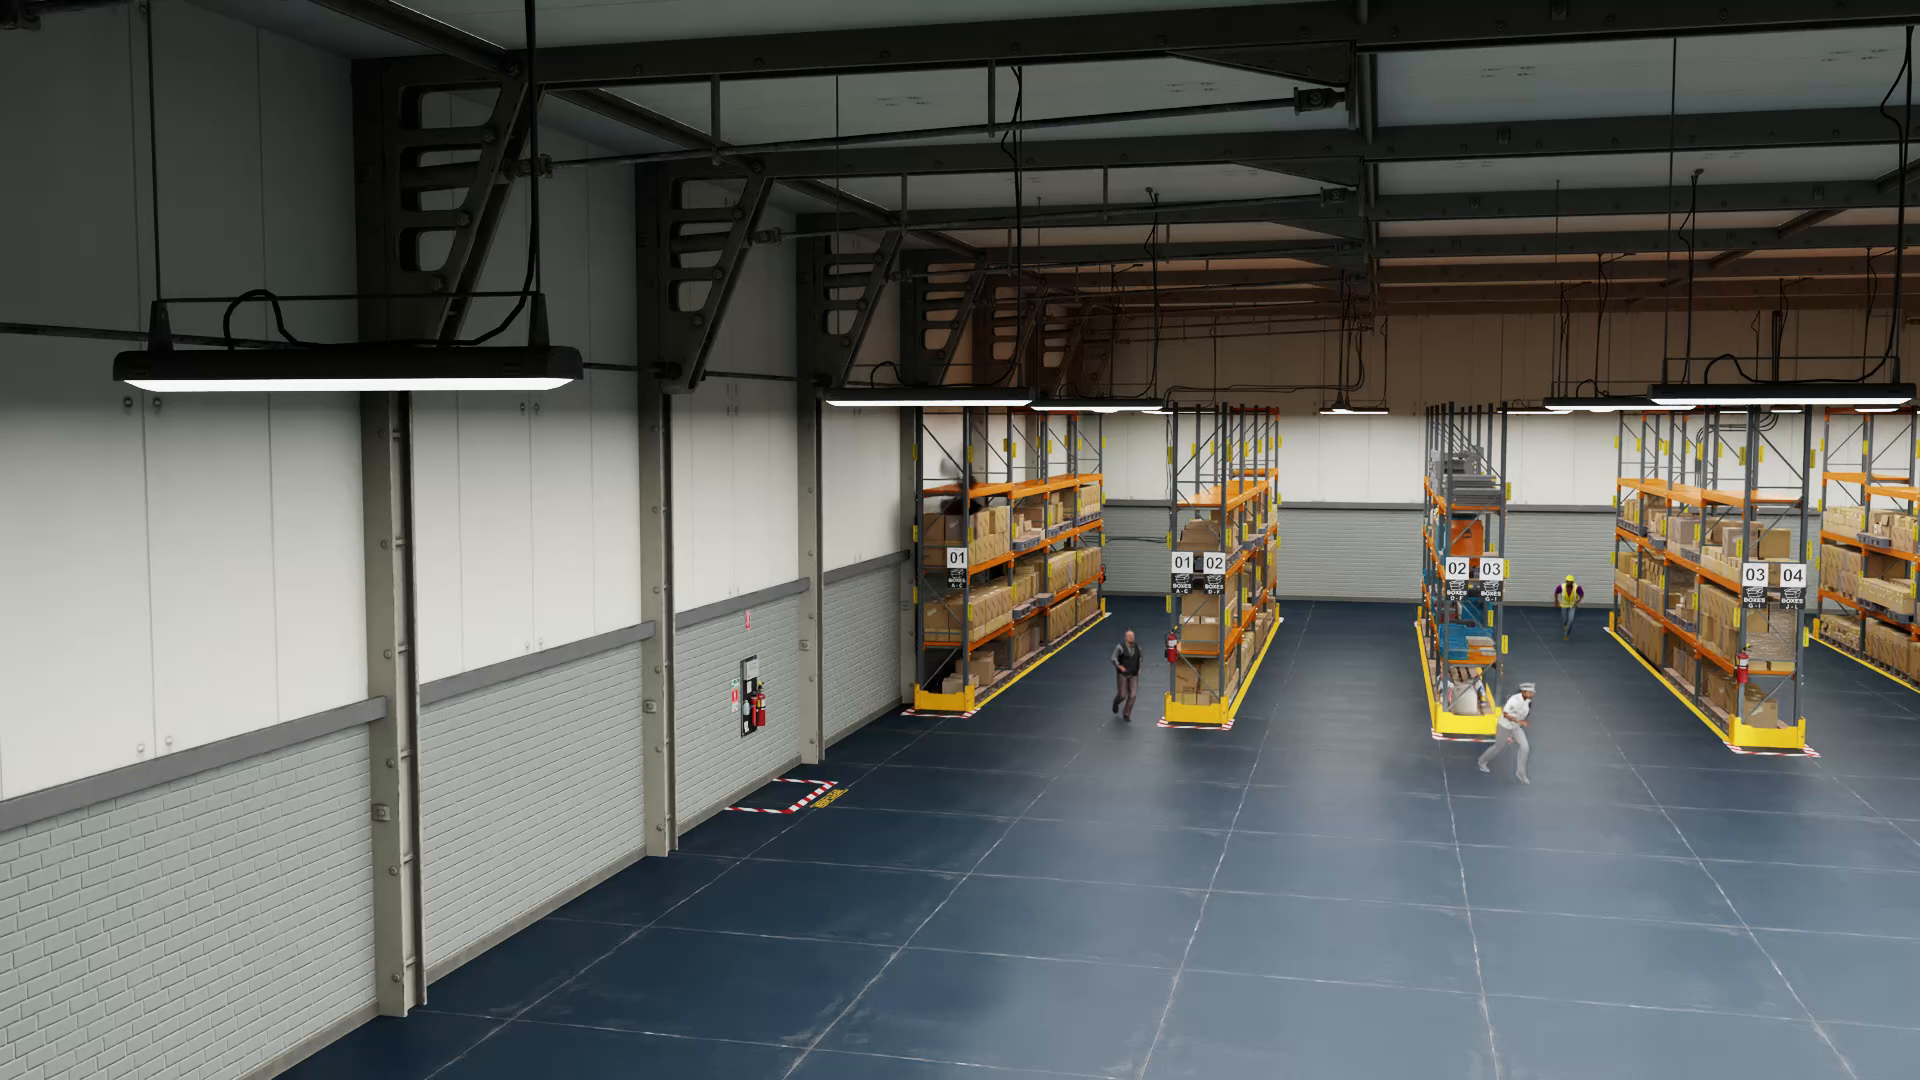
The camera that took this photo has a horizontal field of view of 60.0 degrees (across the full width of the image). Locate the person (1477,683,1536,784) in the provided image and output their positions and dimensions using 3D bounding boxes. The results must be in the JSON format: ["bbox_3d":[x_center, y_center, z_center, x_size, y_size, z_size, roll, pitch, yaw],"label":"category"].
[{"bbox_3d":[8.656,3.017,26.334,0.618,1.624,0.985,-3,5,-39],"label":"person"}]

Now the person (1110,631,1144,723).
[{"bbox_3d":[3.174,2.606,31.519,0.685,1.650,0.696,-1,4,-13],"label":"person"}]

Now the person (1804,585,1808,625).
[{"bbox_3d":[22.158,1.617,44.050,0.672,1.739,0.770,0,4,1],"label":"person"}]

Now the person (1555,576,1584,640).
[{"bbox_3d":[15.669,1.738,42.801,0.693,1.689,0.782,1,4,16],"label":"person"}]
